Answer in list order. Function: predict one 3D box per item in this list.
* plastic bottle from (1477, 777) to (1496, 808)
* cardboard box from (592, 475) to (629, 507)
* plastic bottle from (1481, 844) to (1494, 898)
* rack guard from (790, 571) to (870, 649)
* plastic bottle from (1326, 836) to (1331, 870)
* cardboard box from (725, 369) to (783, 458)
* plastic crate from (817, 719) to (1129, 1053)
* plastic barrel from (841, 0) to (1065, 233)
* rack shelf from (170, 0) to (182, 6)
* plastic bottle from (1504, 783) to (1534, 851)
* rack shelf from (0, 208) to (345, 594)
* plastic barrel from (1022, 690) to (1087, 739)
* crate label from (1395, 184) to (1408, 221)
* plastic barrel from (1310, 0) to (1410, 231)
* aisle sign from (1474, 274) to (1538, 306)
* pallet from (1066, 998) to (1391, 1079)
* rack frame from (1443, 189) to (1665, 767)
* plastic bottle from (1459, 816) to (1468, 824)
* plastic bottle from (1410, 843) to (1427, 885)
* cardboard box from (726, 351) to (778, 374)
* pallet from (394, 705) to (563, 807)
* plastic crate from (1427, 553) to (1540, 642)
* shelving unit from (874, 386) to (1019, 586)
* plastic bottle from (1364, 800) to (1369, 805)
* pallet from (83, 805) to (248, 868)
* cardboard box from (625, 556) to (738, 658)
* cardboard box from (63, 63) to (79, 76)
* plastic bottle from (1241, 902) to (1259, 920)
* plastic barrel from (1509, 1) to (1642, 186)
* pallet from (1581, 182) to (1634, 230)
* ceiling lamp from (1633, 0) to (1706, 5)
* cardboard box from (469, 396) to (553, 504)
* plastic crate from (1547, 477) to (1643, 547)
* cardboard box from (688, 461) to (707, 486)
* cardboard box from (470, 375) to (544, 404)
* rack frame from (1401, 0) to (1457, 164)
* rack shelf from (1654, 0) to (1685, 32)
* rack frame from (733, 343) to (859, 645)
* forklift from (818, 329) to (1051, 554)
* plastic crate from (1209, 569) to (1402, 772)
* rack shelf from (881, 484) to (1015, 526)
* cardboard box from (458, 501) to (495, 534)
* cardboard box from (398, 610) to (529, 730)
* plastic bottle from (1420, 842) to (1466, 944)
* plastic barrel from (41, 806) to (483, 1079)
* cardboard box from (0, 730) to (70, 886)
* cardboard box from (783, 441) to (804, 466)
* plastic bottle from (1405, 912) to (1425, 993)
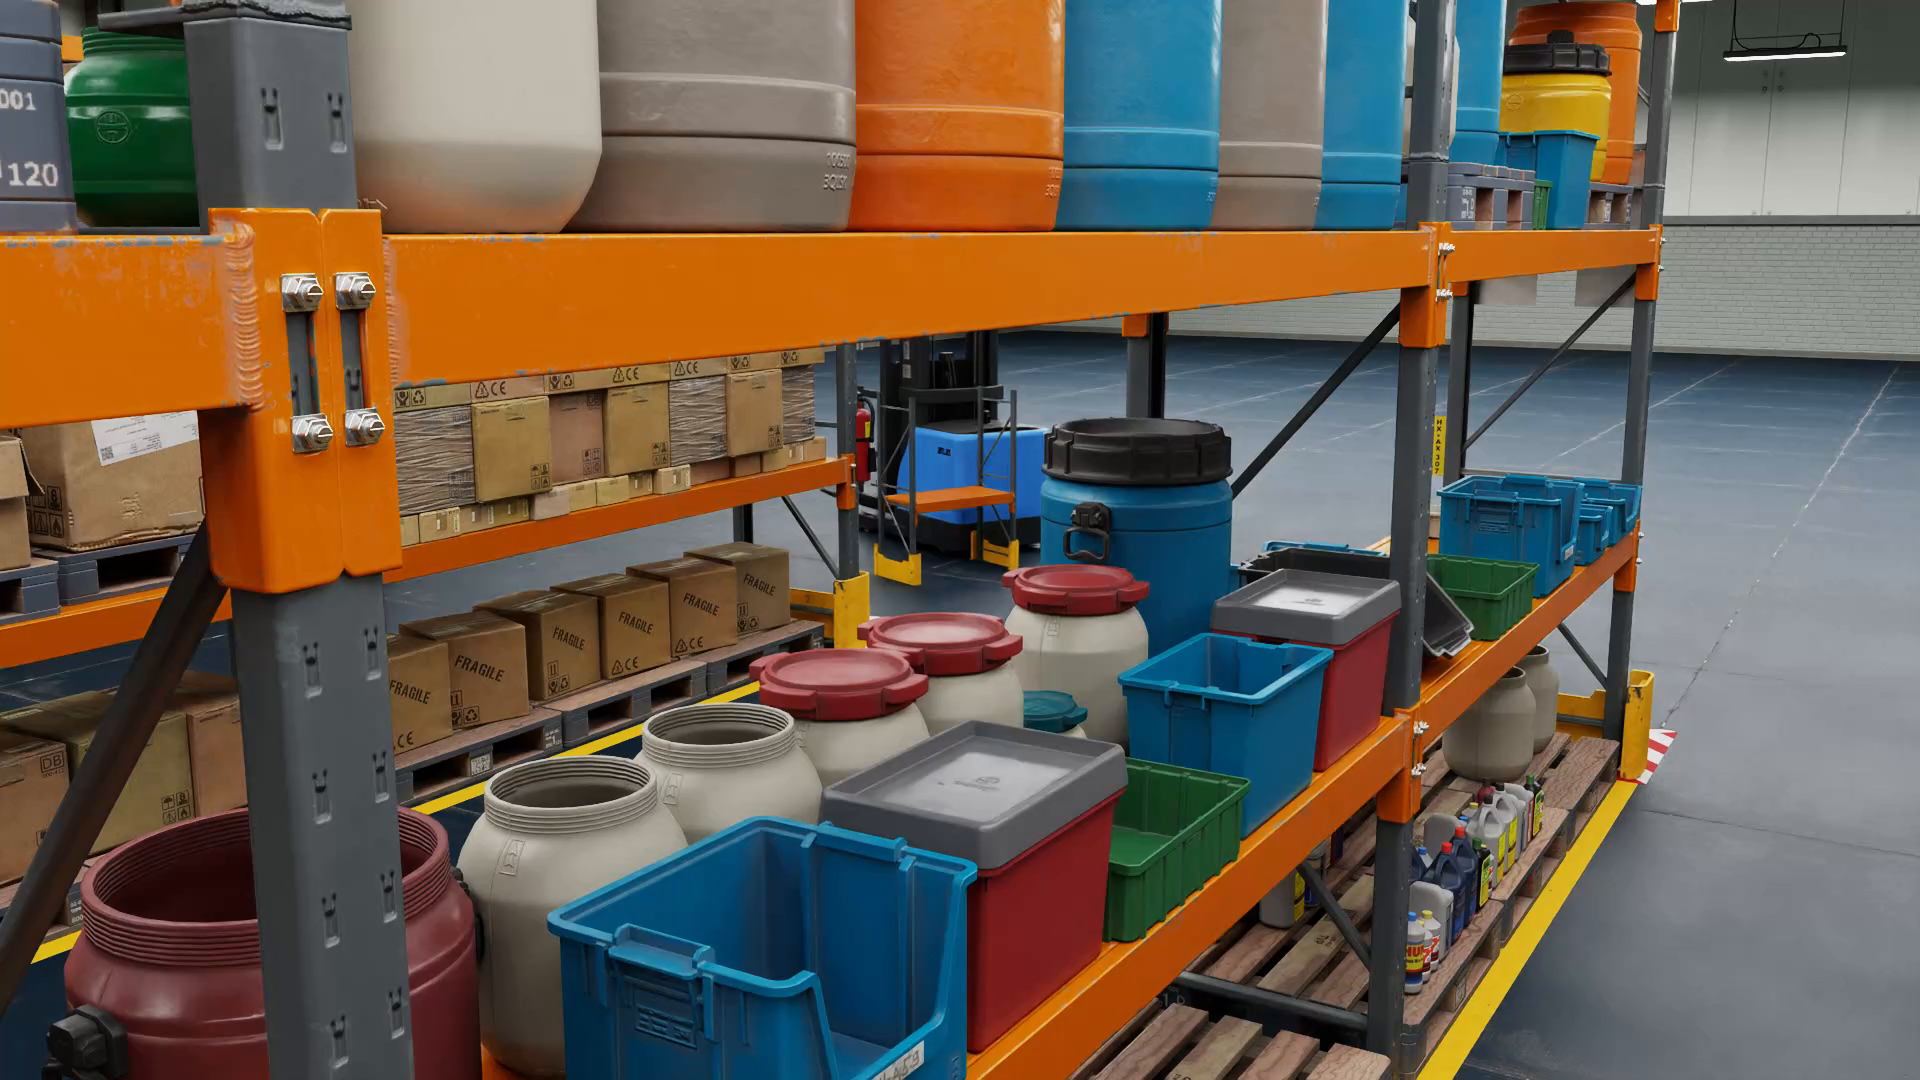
[{"bbox_3d":[2.265,1.149,7.148,0.061,0.283,0.133,6,12,31],"label":"plastic bottle"},{"bbox_3d":[-2.084,-0.291,9.334,0.380,0.149,0.250,6,12,31],"label":"cardboard box"},{"bbox_3d":[2.052,1.301,6.557,0.097,0.201,0.097,0,11,0],"label":"plastic bottle"},{"bbox_3d":[-1.183,0.440,11.543,1.175,0.500,0.348,6,12,31],"label":"rack guard"},{"bbox_3d":[1.469,1.216,6.788,0.061,0.283,0.133,6,12,31],"label":"plastic bottle"},{"bbox_3d":[-1.609,-0.822,10.411,0.875,0.500,0.500,6,12,31],"label":"cardboard box"},{"bbox_3d":[0.037,0.674,3.324,0.402,0.464,0.583,6,12,31],"label":"plastic crate"},{"bbox_3d":[-0.112,-0.966,2.942,0.600,0.830,0.708,6,12,31],"label":"plastic barrel"},{"bbox_3d":[-4.258,-2.256,5.887,1.077,0.370,4.000,6,12,31],"label":"rack shelf"},{"bbox_3d":[2.357,1.163,7.095,0.152,0.276,0.135,6,12,31],"label":"plastic bottle"},{"bbox_3d":[-2.102,0.124,0.239,1.077,0.370,4.000,6,12,31],"label":"rack shelf"},{"bbox_3d":[0.195,0.563,4.468,0.301,0.262,0.301,0,11,0],"label":"plastic barrel"},{"bbox_3d":[1.836,-1.466,7.183,0.502,0.251,0.408,6,12,31],"label":"crate label"},{"bbox_3d":[0.935,-1.319,4.629,0.600,0.901,0.708,6,12,31],"label":"plastic barrel"},{"bbox_3d":[2.877,-1.645,8.820,0.394,0.787,0.004,6,12,31],"label":"aisle sign"},{"bbox_3d":[0.639,1.799,5.066,1.003,0.211,1.213,6,12,31],"label":"pallet"},{"bbox_3d":[3.090,-0.328,8.849,1.000,3.000,0.127,6,12,31],"label":"rack frame"},{"bbox_3d":[2.076,1.243,6.869,0.097,0.201,0.097,0,11,0],"label":"plastic bottle"},{"bbox_3d":[1.664,1.286,6.232,0.144,0.351,0.185,6,12,31],"label":"plastic bottle"},{"bbox_3d":[-1.472,-1.298,10.237,0.500,0.500,0.500,6,12,31],"label":"cardboard box"},{"bbox_3d":[-2.902,1.090,8.855,1.003,0.211,1.213,6,12,31],"label":"pallet"},{"bbox_3d":[1.959,0.219,6.505,0.450,0.188,0.662,6,12,31],"label":"plastic crate"},{"bbox_3d":[-0.109,-0.473,13.702,1.083,1.500,0.587,-8,13,-35],"label":"shelving unit"},{"bbox_3d":[1.828,1.103,7.615,0.097,0.201,0.097,0,11,0],"label":"plastic bottle"},{"bbox_3d":[-3.623,1.321,7.618,1.003,0.211,1.213,6,12,31],"label":"pallet"},{"bbox_3d":[-1.763,0.415,10.532,0.500,0.500,0.500,-10,14,-43],"label":"cardboard box"},{"bbox_3d":[-3.549,-1.839,7.348,0.797,0.503,0.637,6,12,28],"label":"cardboard box"},{"bbox_3d":[1.101,1.258,6.380,0.144,0.351,0.185,6,12,29],"label":"plastic bottle"},{"bbox_3d":[2.946,-2.131,8.022,0.600,0.830,0.708,6,12,31],"label":"plastic barrel"},{"bbox_3d":[2.577,-1.589,7.946,1.003,0.211,1.213,6,12,31],"label":"pallet"},{"bbox_3d":[10.260,-8.859,22.255,2.000,3.185,0.800,6,12,31],"label":"ceiling lamp"},{"bbox_3d":[-2.644,-0.507,8.728,0.875,0.500,0.500,6,12,31],"label":"cardboard box"},{"bbox_3d":[3.086,-0.147,8.290,0.499,0.251,0.616,6,12,31],"label":"plastic crate"},{"bbox_3d":[-1.750,-0.415,9.997,0.380,0.149,0.250,6,12,31],"label":"cardboard box"},{"bbox_3d":[-2.511,-0.984,8.557,0.500,0.500,0.500,6,12,31],"label":"cardboard box"},{"bbox_3d":[1.013,-2.647,4.937,1.000,3.000,0.127,6,12,31],"label":"rack frame"},{"bbox_3d":[2.051,-2.412,6.720,1.077,0.370,4.000,6,12,31],"label":"rack shelf"},{"bbox_3d":[-1.143,-0.801,11.377,1.000,3.000,0.127,6,12,31],"label":"rack frame"},{"bbox_3d":[-0.378,-1.549,15.559,1.130,2.935,3.031,-7,12,-31],"label":"forklift"},{"bbox_3d":[1.023,0.375,4.920,0.402,0.464,0.583,6,12,31],"label":"plastic crate"},{"bbox_3d":[-0.102,-0.297,13.740,1.000,0.185,0.538,-8,13,-35],"label":"rack shelf"},{"bbox_3d":[-2.604,-0.134,8.494,0.380,0.149,0.250,6,12,31],"label":"cardboard box"},{"bbox_3d":[-2.687,0.700,9.009,0.500,0.500,0.500,-9,14,-39],"label":"cardboard box"},{"bbox_3d":[1.787,1.300,6.159,0.144,0.351,0.185,7,13,32],"label":"plastic bottle"},{"bbox_3d":[-1.082,0.762,2.661,0.600,0.536,0.708,6,12,31],"label":"plastic barrel"},{"bbox_3d":[-4.111,1.096,6.840,0.700,0.500,0.500,5,12,26],"label":"cardboard box"},{"bbox_3d":[-1.245,-0.574,10.845,0.380,0.149,0.250,6,12,31],"label":"cardboard box"},{"bbox_3d":[1.553,1.418,5.744,0.097,0.271,0.097,0,11,0],"label":"plastic bottle"}]
